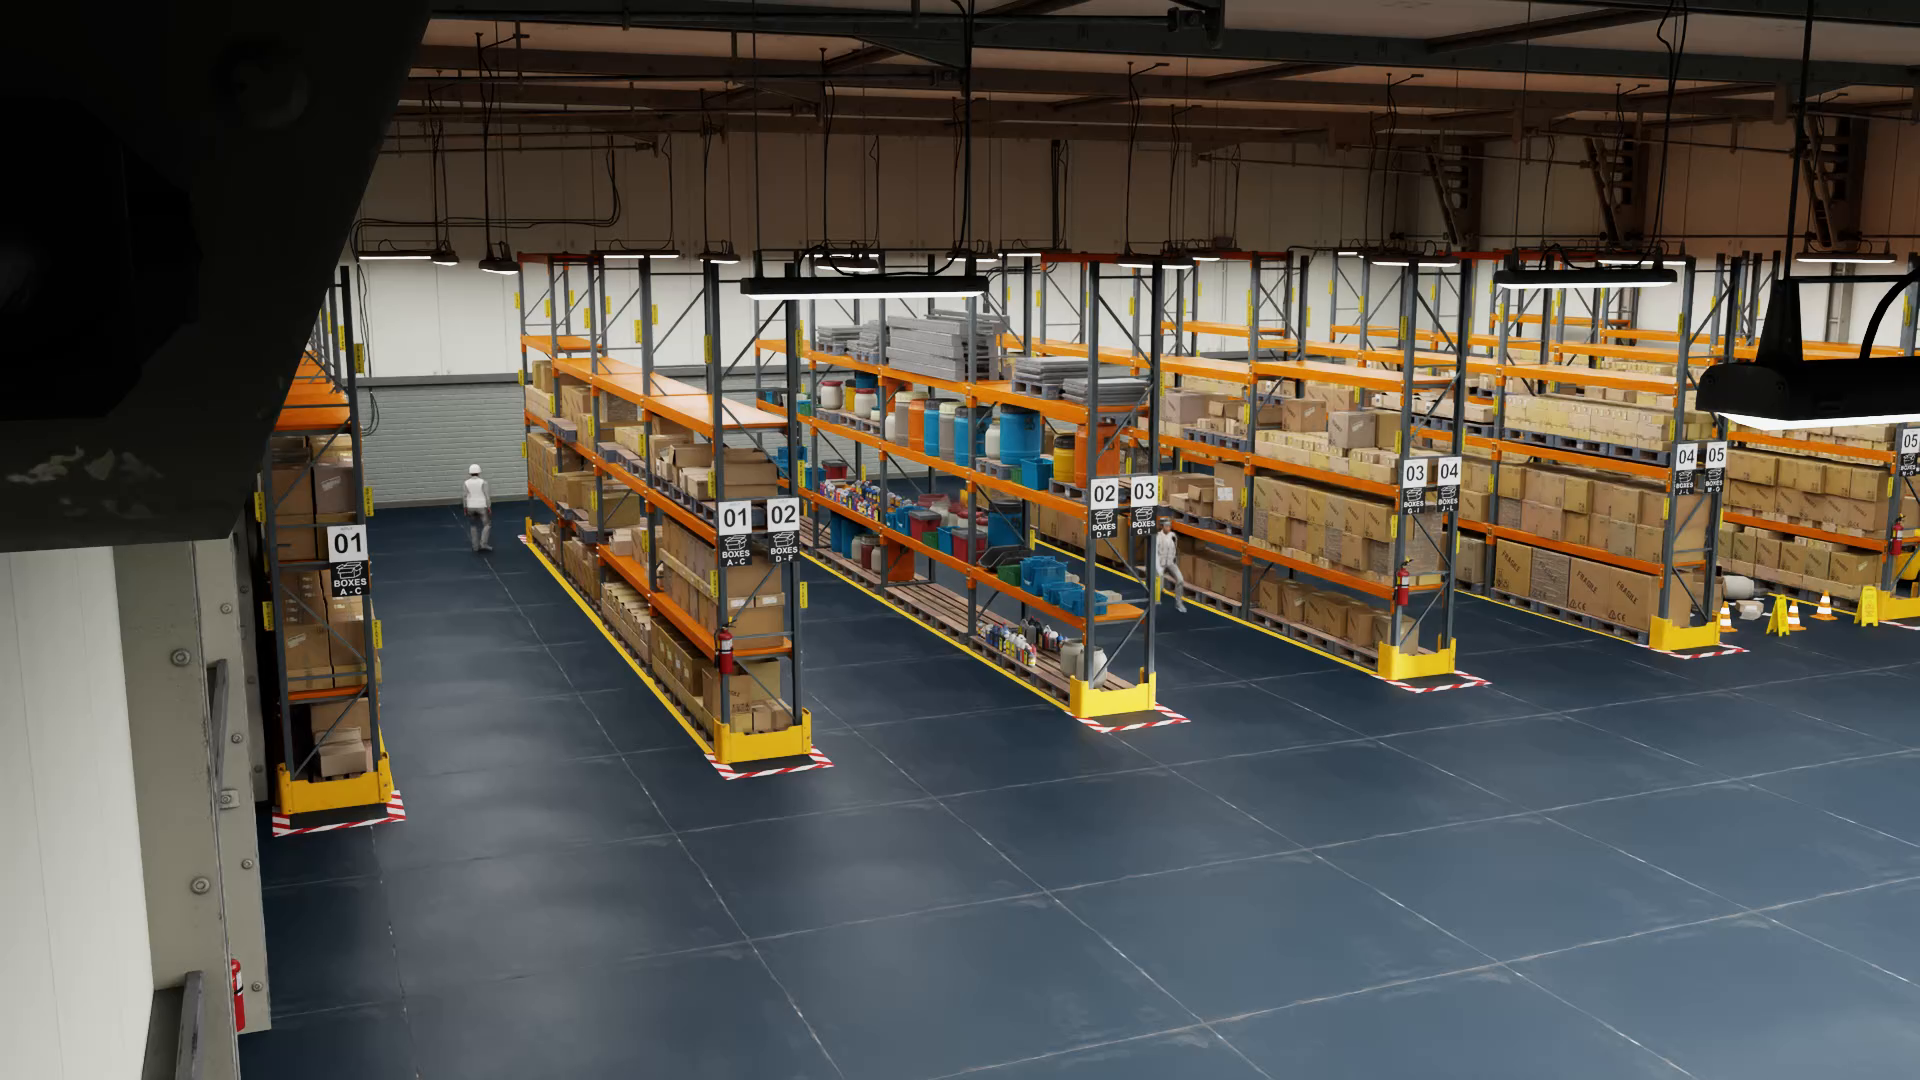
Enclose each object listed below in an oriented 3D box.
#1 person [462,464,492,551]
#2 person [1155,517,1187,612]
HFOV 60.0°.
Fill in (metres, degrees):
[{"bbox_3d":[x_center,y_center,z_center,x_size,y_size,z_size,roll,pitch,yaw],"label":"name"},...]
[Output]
[{"bbox_3d":[-9.791,-0.649,33.696,0.570,1.773,0.502,0,10,2],"label":"person"},{"bbox_3d":[3.391,0.368,27.275,0.500,1.514,0.869,-2,11,-13],"label":"person"}]
